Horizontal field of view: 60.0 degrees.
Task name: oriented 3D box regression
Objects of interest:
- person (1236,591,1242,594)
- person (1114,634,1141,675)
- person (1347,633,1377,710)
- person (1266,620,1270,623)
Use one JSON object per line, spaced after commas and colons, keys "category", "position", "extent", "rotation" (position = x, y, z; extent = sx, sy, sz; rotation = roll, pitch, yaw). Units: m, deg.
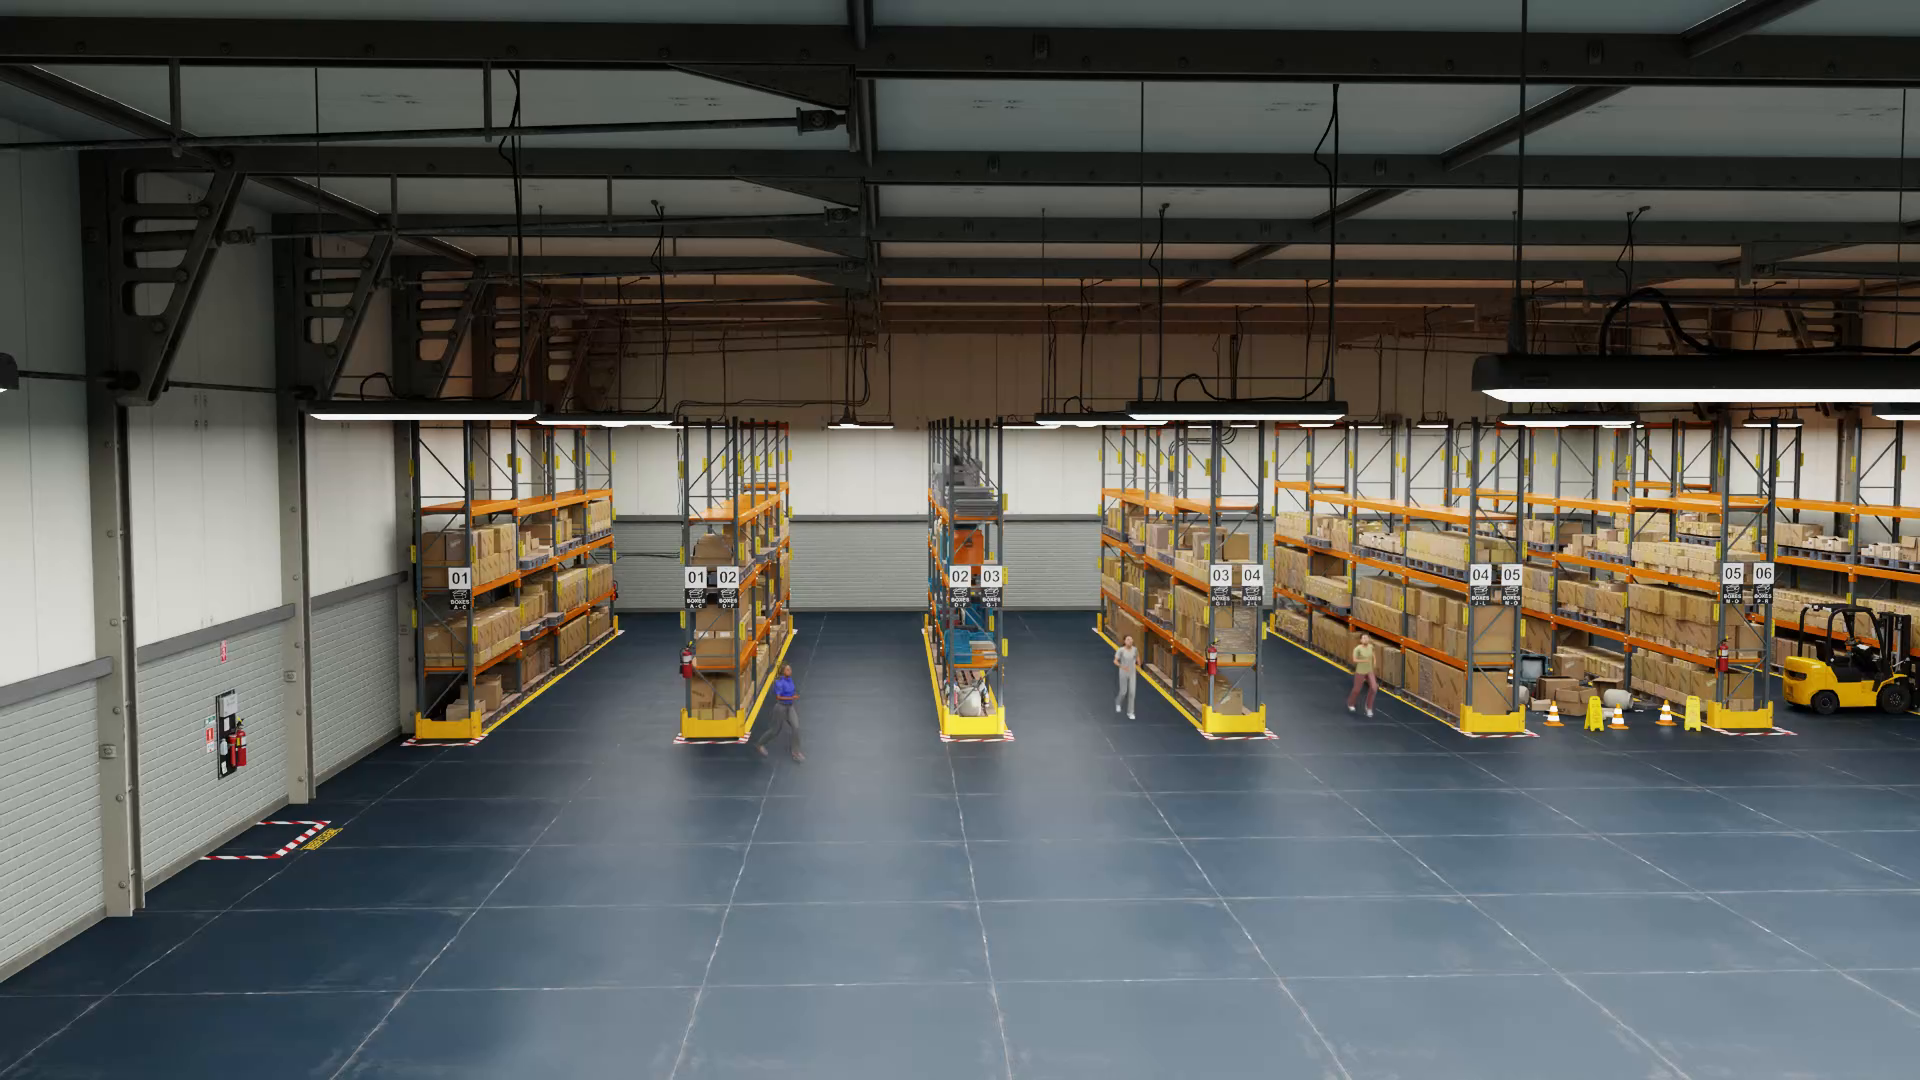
{"category": "person", "position": [7.888, 1.768, 48.105], "extent": [0.668, 1.623, 0.554], "rotation": [2, 4, 32]}
{"category": "person", "position": [3.386, 2.301, 33.286], "extent": [0.589, 0.816, 0.453], "rotation": [-1, 4, -14]}
{"category": "person", "position": [8.148, 2.621, 33.551], "extent": [0.581, 1.536, 0.835], "rotation": [-1, 4, -10]}
{"category": "person", "position": [9.547, 2.327, 49.335], "extent": [0.962, 0.294, 0.287], "rotation": [2, 4, 33]}
